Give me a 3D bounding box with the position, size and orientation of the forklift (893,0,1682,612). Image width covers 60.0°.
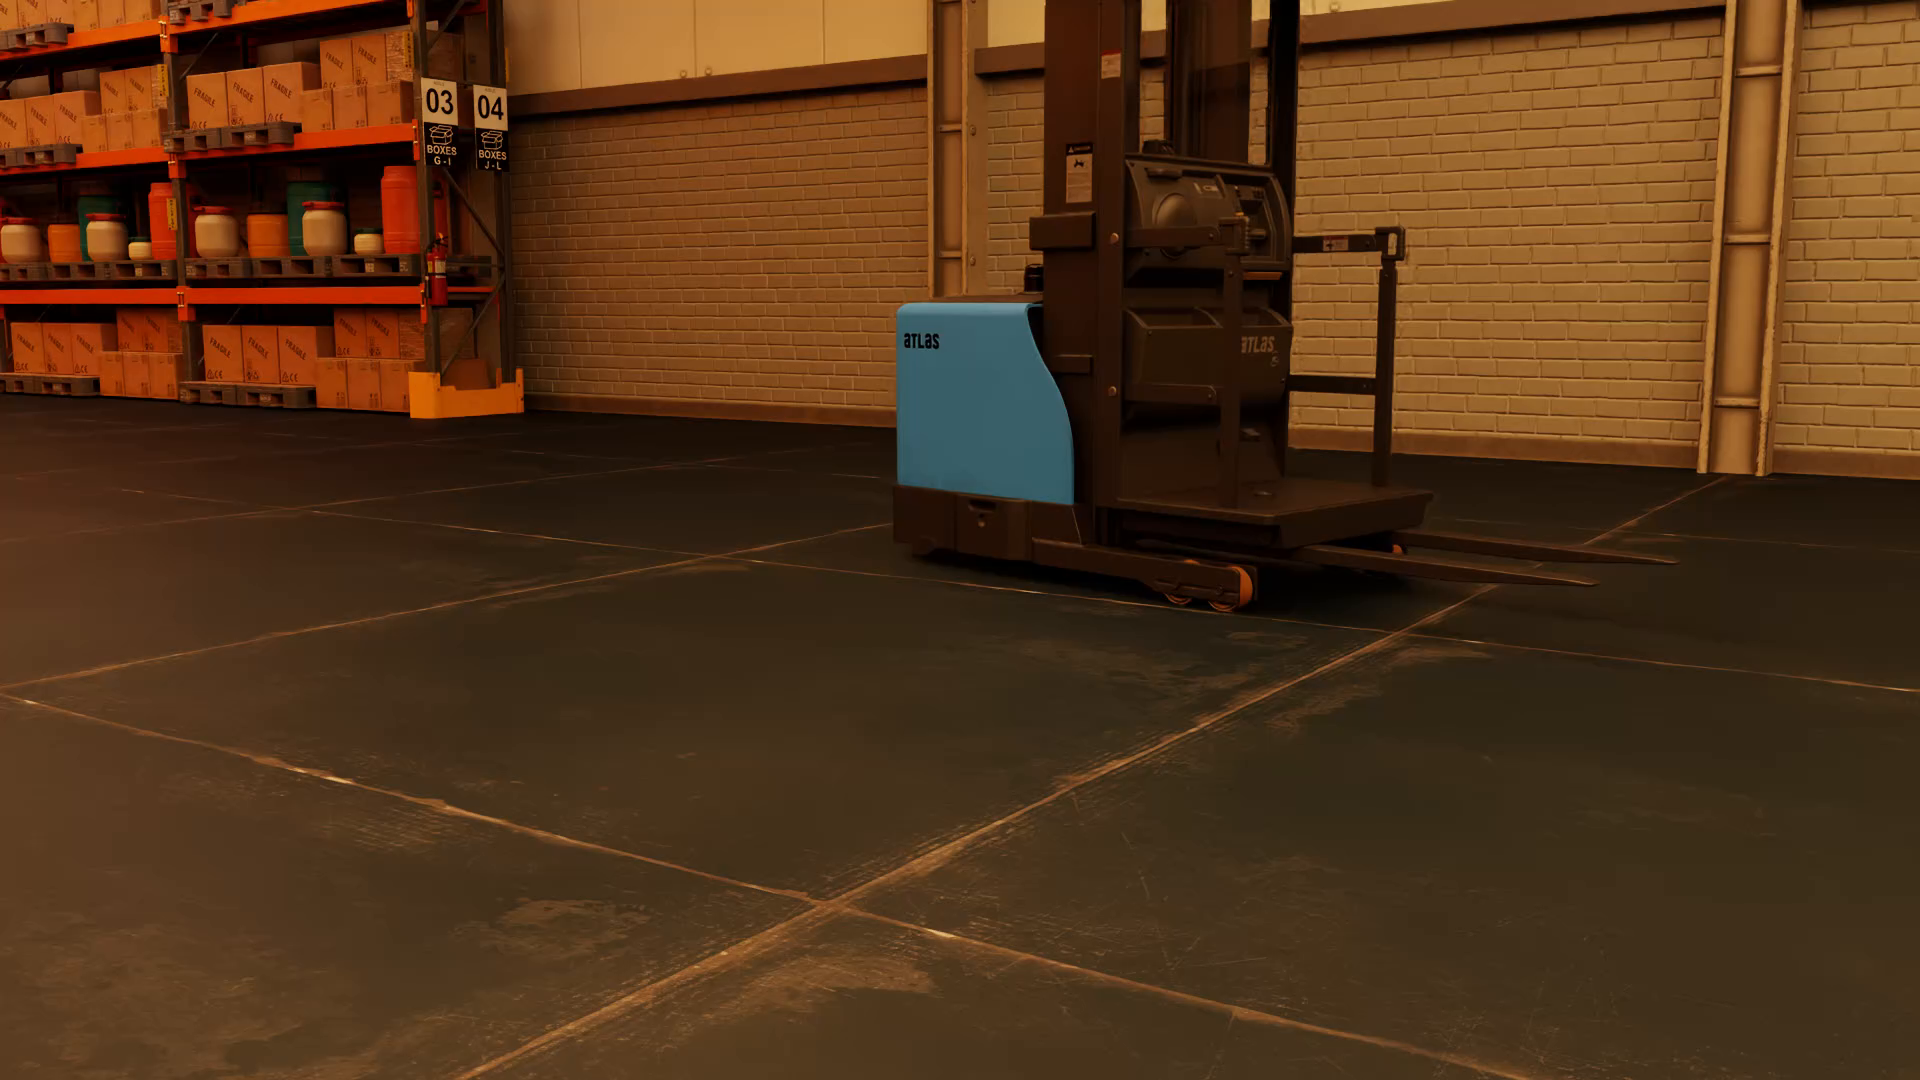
[{"bbox_3d":[1.105,-1.280,6.191,1.130,2.935,3.031,-8,11,-44],"label":"forklift"}]
